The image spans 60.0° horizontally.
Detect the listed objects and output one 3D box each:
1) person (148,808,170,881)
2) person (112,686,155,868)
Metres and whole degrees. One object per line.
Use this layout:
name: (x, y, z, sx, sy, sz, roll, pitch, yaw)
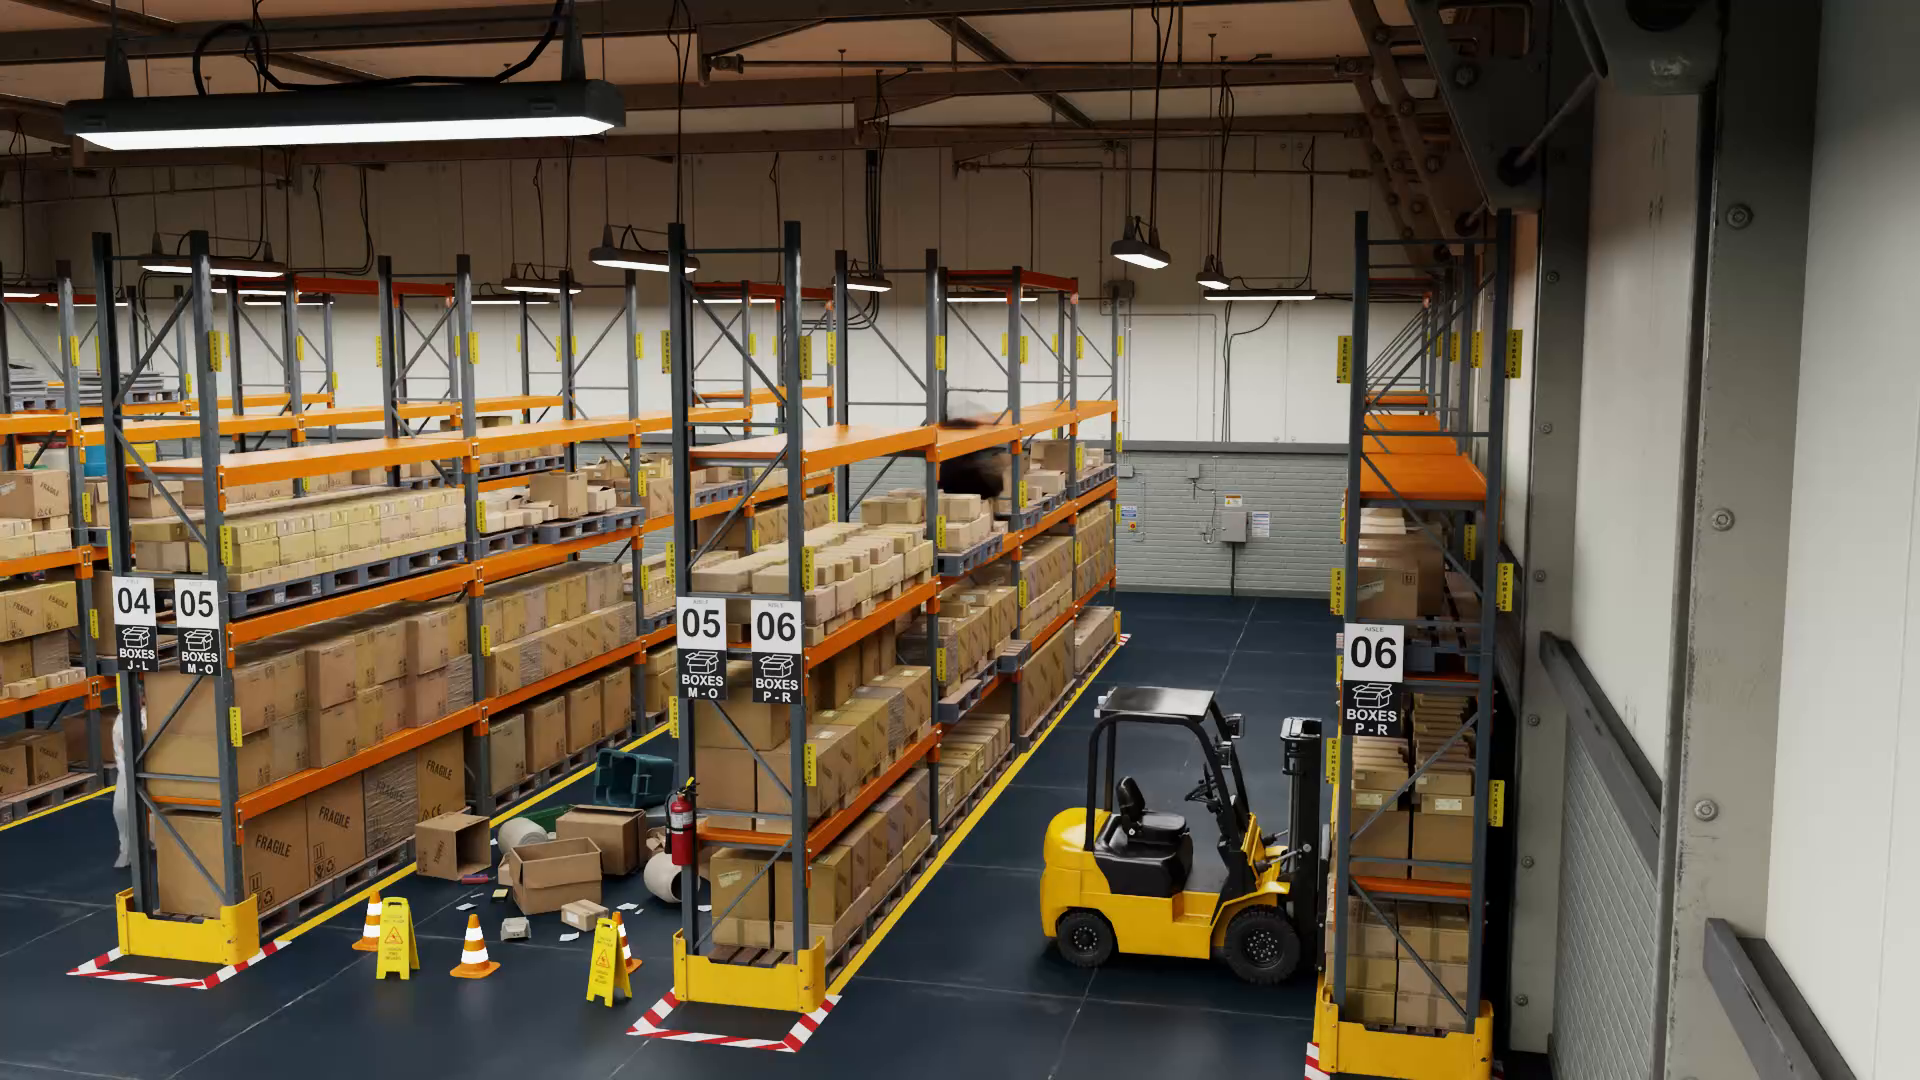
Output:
person: (-7.545, 2.398, 15.928, 0.661, 1.671, 0.628, 1, 7, 6)
person: (-8.076, 2.308, 16.451, 0.626, 1.863, 0.800, 1, 7, 9)
